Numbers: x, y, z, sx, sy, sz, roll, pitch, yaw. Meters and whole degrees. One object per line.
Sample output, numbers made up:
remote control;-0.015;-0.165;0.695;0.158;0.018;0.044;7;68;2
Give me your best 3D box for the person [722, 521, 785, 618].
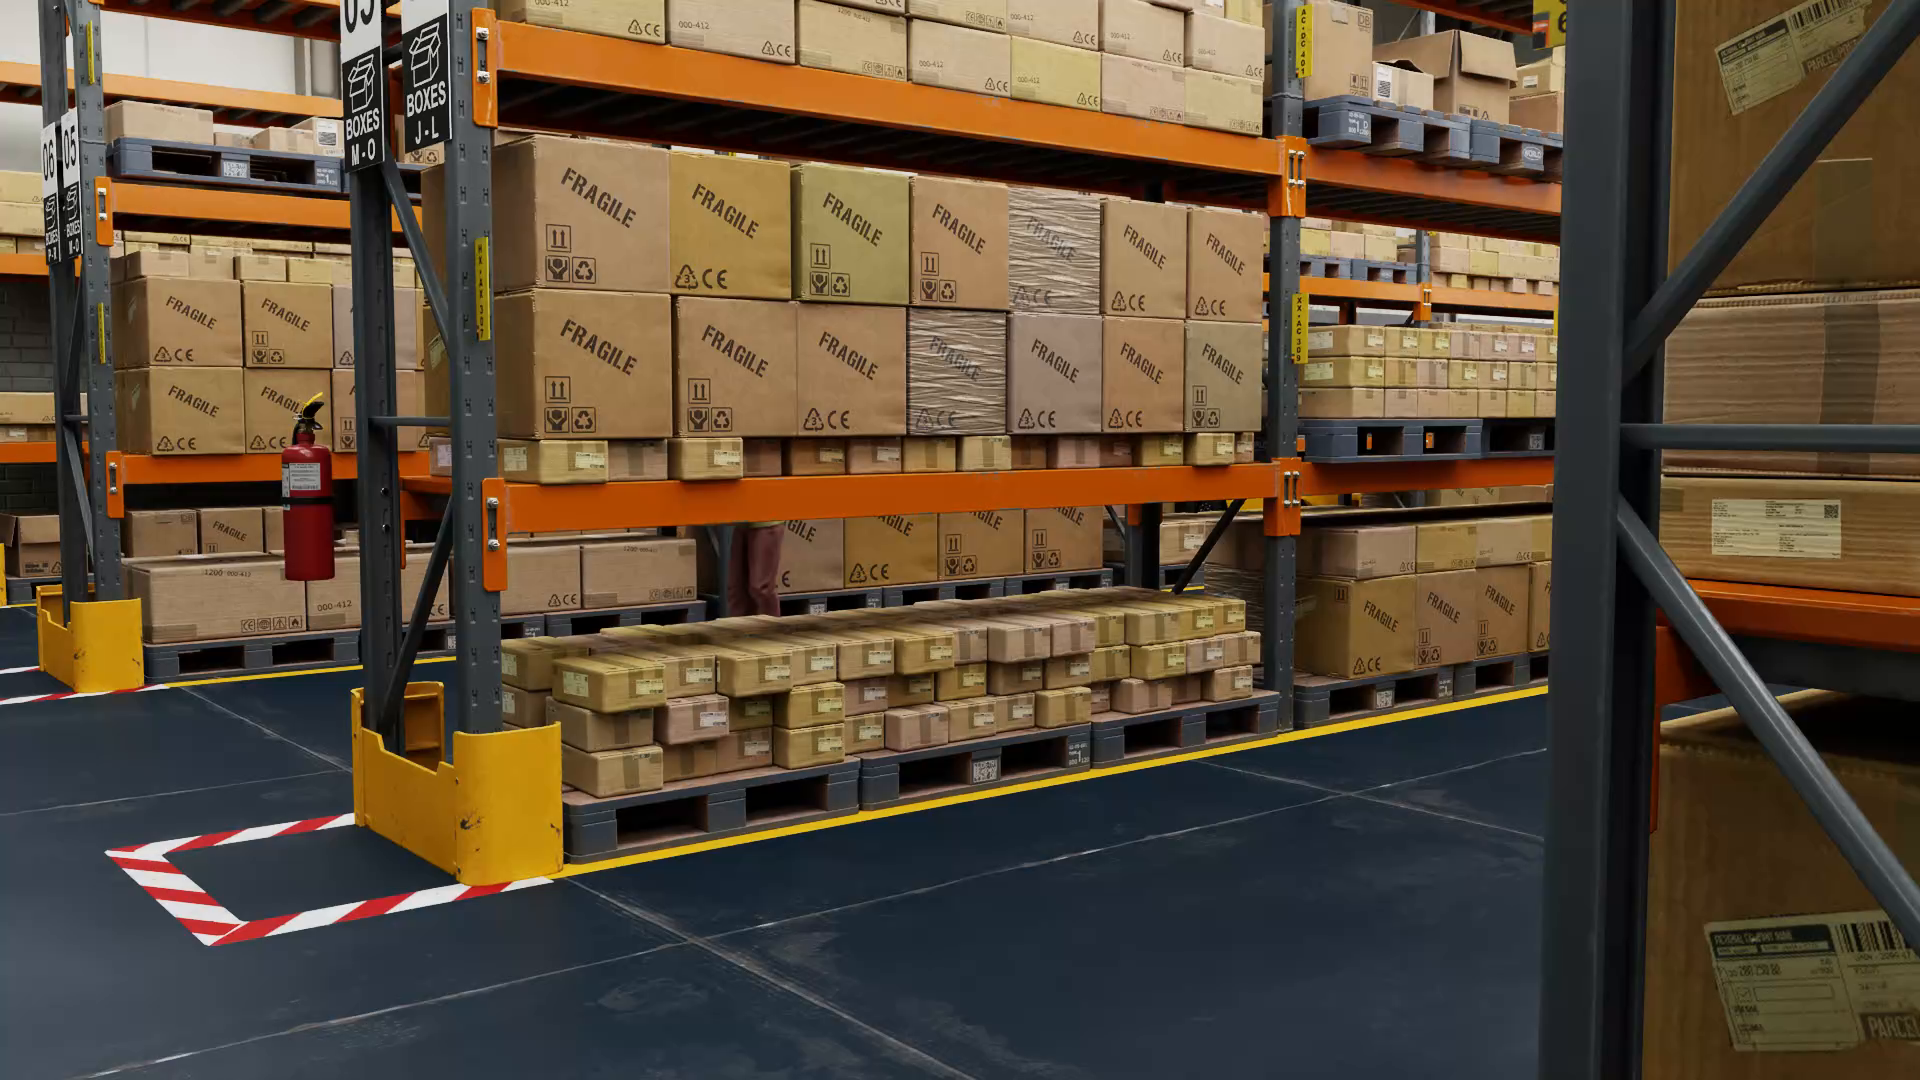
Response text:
person;-1.271;-0.055;10.012;0.562;1.662;0.425;-3;6;-38
